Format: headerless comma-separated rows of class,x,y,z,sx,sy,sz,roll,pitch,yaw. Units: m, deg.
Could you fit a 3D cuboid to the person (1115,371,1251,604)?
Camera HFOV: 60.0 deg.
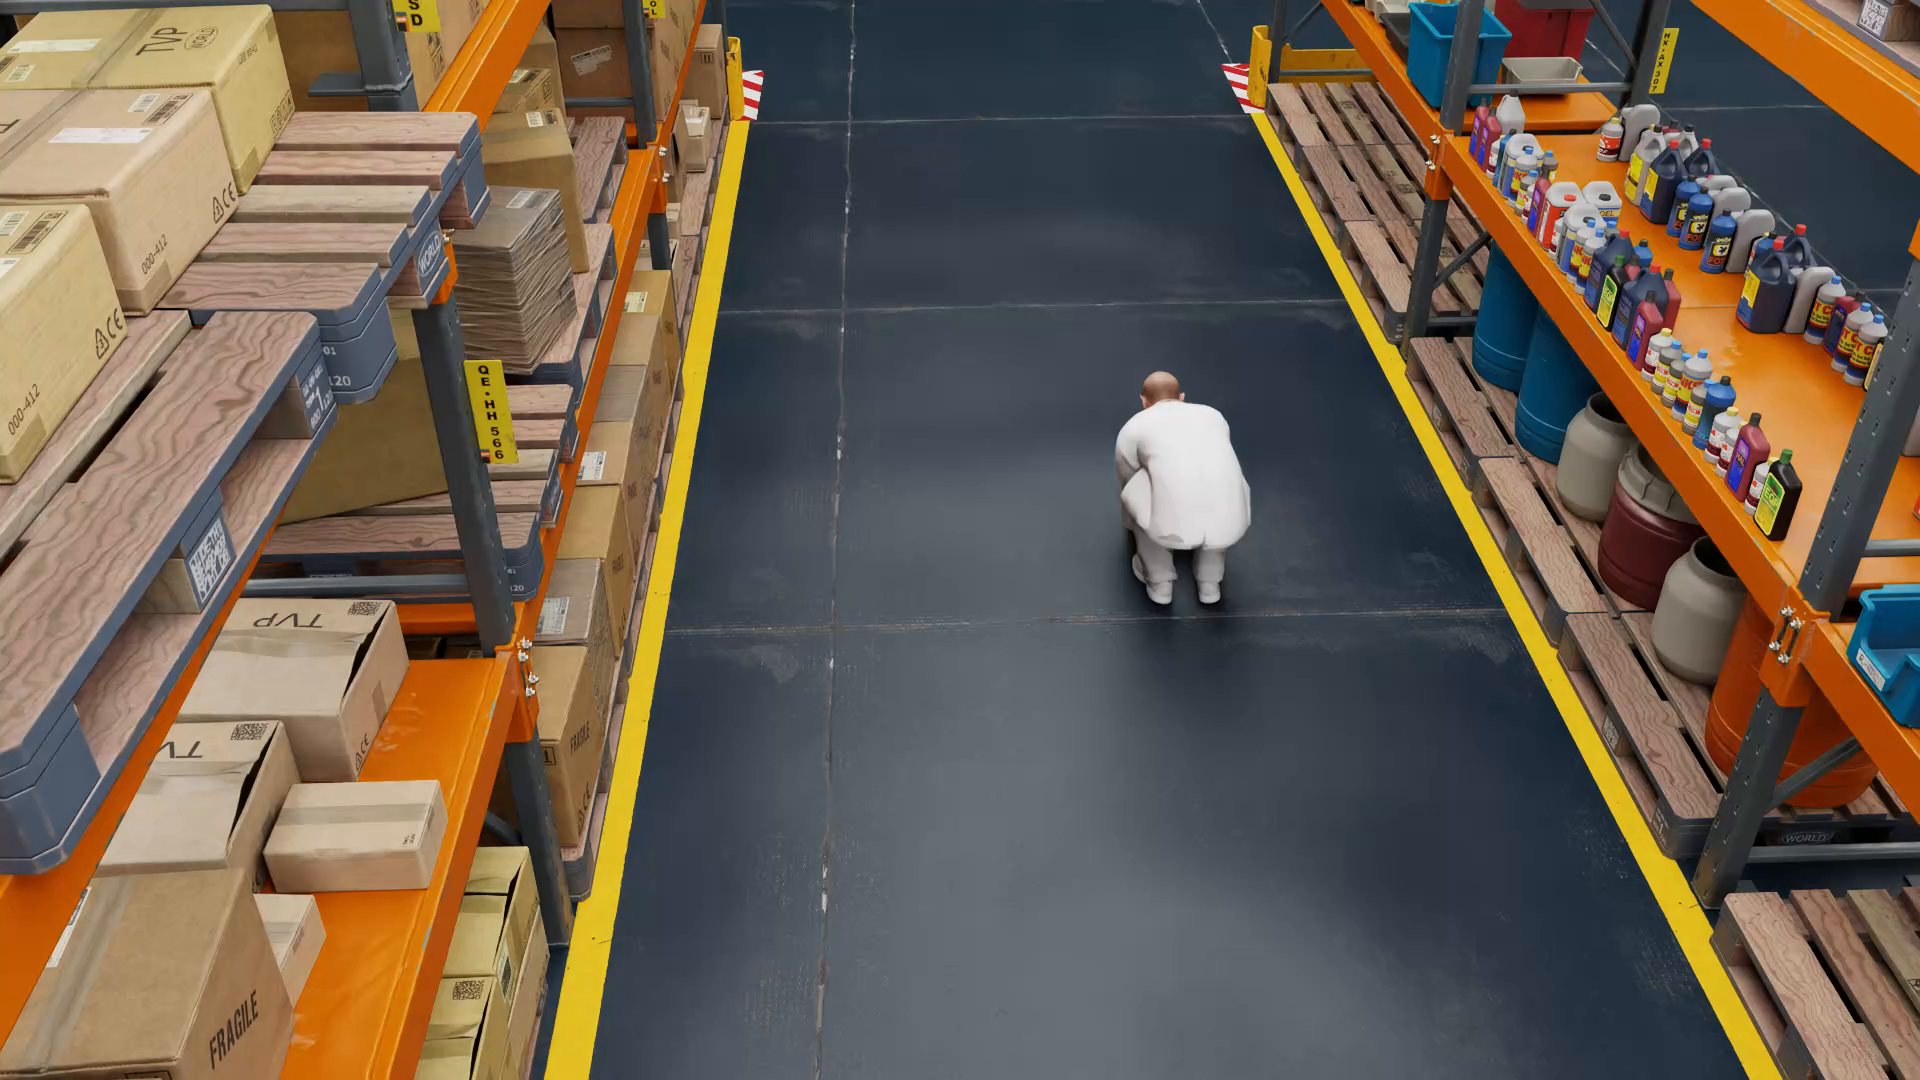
person,0.974,-0.172,7.324,0.570,0.834,0.917,-2,35,-3
